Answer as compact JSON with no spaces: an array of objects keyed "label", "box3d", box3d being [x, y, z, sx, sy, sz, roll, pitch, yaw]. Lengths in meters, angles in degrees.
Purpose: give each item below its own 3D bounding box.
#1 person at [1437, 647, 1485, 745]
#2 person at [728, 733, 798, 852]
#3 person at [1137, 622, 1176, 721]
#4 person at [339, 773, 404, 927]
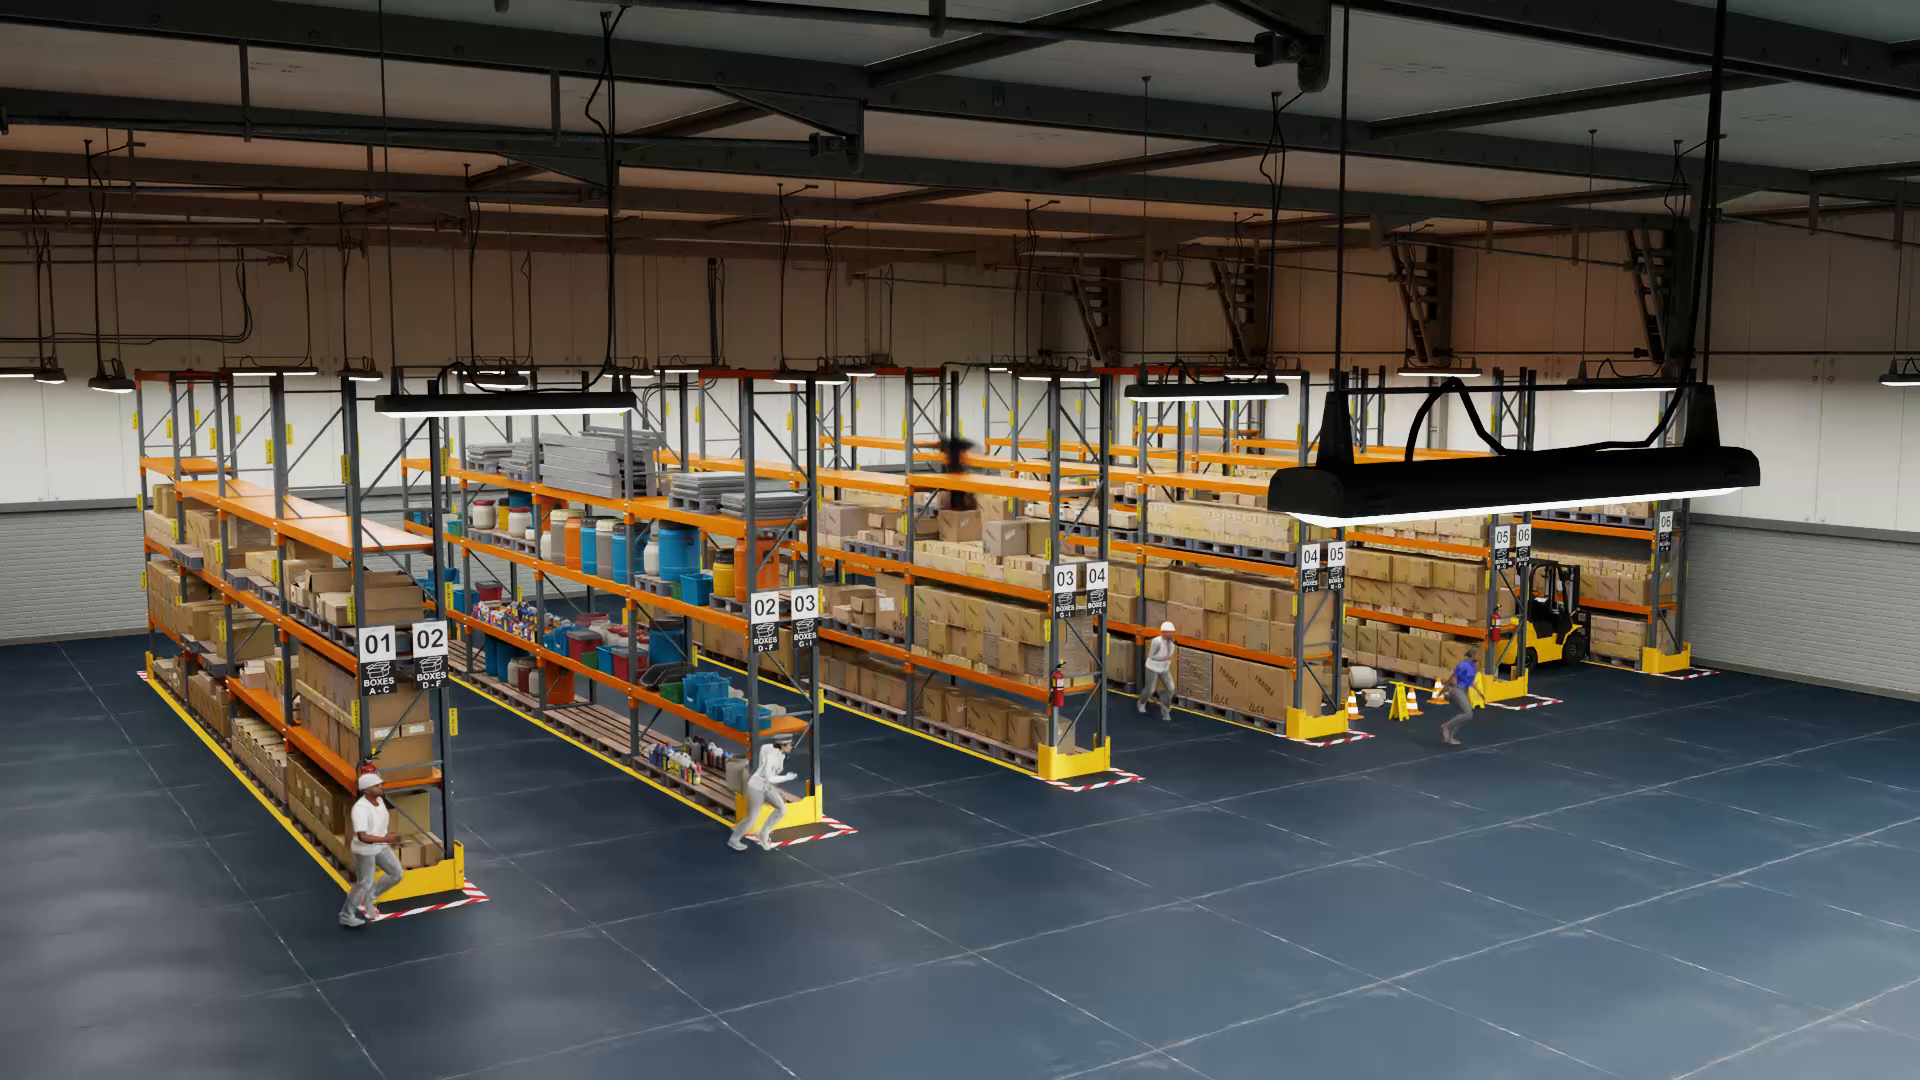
[{"label":"person","box3d":[8.114,2.508,26.911,0.697,1.581,0.605,4,8,31]},{"label":"person","box3d":[-2.499,3.198,21.123,0.919,1.537,0.649,1,6,5]},{"label":"person","box3d":[3.429,2.265,28.765,0.691,1.783,0.952,-5,8,-38]},{"label":"person","box3d":[-6.462,3.396,18.326,0.784,1.712,0.709,1,7,12]}]
